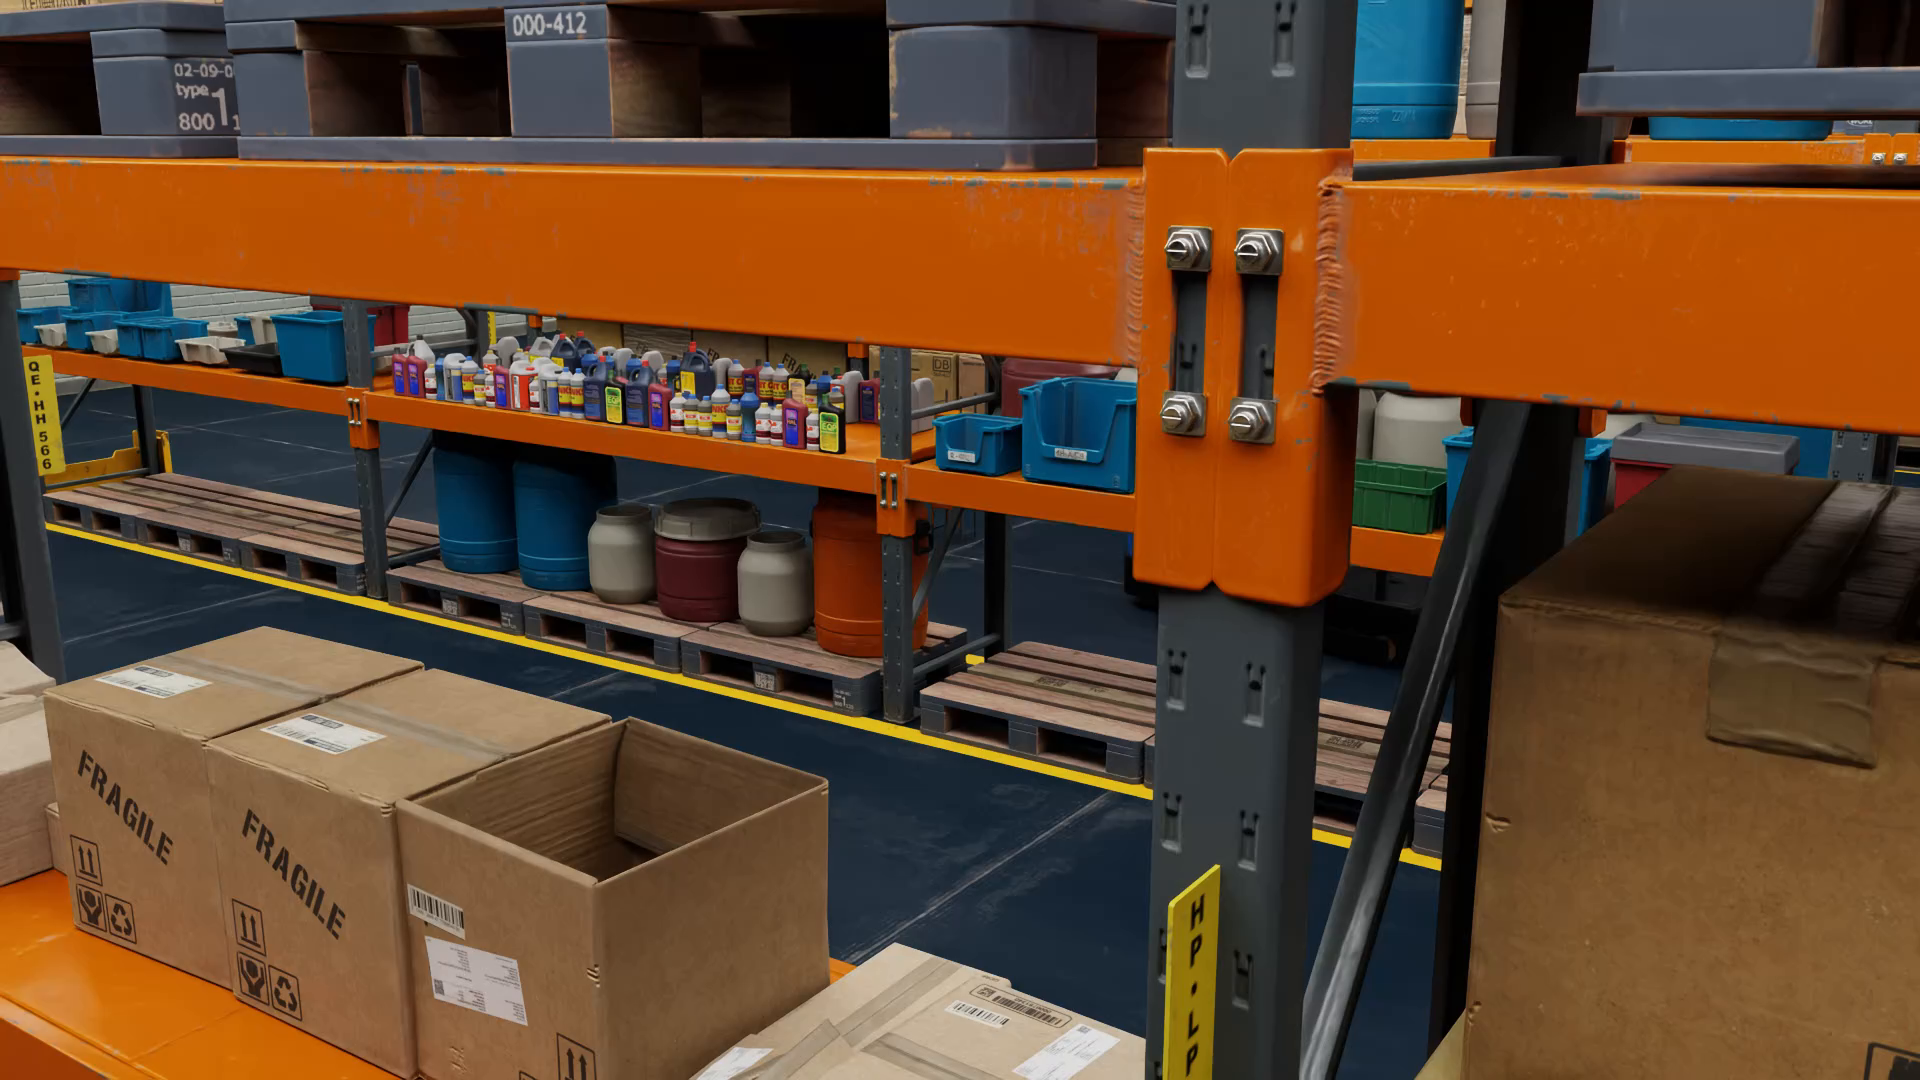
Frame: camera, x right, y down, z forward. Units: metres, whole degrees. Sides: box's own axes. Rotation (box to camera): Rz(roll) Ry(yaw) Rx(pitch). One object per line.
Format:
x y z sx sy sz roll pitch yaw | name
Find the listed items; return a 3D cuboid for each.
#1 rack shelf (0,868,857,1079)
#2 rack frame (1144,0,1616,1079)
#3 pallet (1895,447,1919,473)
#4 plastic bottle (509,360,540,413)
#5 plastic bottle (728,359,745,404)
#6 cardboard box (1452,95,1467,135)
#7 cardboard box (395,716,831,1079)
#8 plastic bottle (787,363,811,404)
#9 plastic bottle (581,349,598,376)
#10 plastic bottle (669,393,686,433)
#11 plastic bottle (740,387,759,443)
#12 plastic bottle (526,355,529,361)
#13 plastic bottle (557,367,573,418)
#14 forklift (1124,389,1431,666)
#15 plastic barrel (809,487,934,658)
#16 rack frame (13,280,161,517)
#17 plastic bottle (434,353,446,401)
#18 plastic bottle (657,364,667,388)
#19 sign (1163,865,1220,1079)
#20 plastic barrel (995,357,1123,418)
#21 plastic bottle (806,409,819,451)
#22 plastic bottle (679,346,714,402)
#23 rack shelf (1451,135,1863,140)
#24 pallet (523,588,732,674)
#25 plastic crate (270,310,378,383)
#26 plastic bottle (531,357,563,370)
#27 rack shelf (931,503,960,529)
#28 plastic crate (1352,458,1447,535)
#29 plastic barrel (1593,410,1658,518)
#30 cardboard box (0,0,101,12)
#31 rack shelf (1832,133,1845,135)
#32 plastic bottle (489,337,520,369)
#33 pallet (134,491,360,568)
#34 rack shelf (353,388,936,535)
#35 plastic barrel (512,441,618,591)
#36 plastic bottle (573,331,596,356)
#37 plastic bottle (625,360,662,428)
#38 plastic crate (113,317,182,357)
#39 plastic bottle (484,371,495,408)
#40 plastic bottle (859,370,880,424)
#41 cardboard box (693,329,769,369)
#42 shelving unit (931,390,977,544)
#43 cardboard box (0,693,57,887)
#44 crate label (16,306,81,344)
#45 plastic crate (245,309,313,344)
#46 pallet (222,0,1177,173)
-1.158 0.952 3.232 4.000 0.370 1.077 9 17 33 | rack shelf
0.502 0.871 2.062 0.127 3.000 1.000 9 17 33 | rack frame
8.203 -0.814 14.672 1.213 0.211 1.003 9 17 33 | pallet
-2.429 -0.867 9.339 0.135 0.276 0.152 9 17 33 | plastic bottle
-1.268 -0.888 9.437 0.097 0.271 0.097 0 14 0 | plastic bottle
3.388 -2.841 11.126 0.500 0.250 0.500 10 17 34 | cardboard box
-0.564 0.646 2.765 0.500 0.500 0.500 11 17 37 | cardboard box
-0.890 -0.838 9.211 0.133 0.283 0.061 9 17 33 | plastic bottle
-2.194 -0.994 9.864 0.097 0.271 0.097 0 14 0 | plastic bottle
-1.466 -0.667 8.687 0.097 0.201 0.097 0 14 0 | plastic bottle
-1.062 -0.635 8.415 0.097 0.271 0.097 0 14 0 | plastic bottle
-2.613 -1.028 10.146 0.097 0.201 0.097 0 14 0 | plastic bottle
-2.156 -0.812 9.129 0.097 0.271 0.097 0 14 0 | plastic bottle
2.427 -0.878 9.271 3.031 2.935 1.130 13 19 42 | forklift
-0.465 0.135 8.678 0.708 0.830 0.600 9 17 33 | plastic barrel
-6.688 -1.725 12.551 0.127 3.000 1.000 9 17 33 | rack frame
-3.006 -0.949 9.684 0.097 0.271 0.097 0 14 0 | plastic bottle
-1.724 -0.928 9.744 0.097 0.201 0.097 0 14 0 | plastic bottle
0.207 0.457 1.490 0.005 0.325 0.100 9 17 33 | sign
0.504 -0.717 8.193 0.708 0.536 0.600 9 17 33 | plastic barrel
-0.709 -0.544 8.193 0.097 0.201 0.097 0 14 0 | plastic bottle
-1.483 -0.911 9.363 0.185 0.351 0.144 9 17 33 | plastic bottle
4.374 -2.479 10.849 4.000 0.370 1.077 9 17 33 | rack shelf
-1.736 0.440 9.607 1.213 0.211 1.003 9 17 33 | pallet
-3.947 -1.205 10.357 0.575 0.384 0.392 9 17 33 | plastic crate
-2.344 -0.897 9.462 0.135 0.276 0.152 9 17 33 | plastic bottle
-0.044 -0.237 11.795 0.240 0.259 0.215 9 17 33 | rack shelf
1.666 -0.190 6.791 0.662 0.188 0.450 9 17 33 | plastic crate
2.598 -0.354 6.728 0.433 0.535 0.433 0 14 0 | plastic barrel
-1.496 -1.057 3.047 0.500 0.250 0.500 9 16 32 | cardboard box
7.226 -3.454 14.789 4.000 0.370 1.077 9 17 33 | rack shelf
-2.862 -1.140 10.445 0.135 0.276 0.152 9 17 33 | plastic bottle
-5.017 -0.090 11.746 1.213 0.211 1.003 9 17 33 | pallet
-1.710 -0.572 9.387 4.000 0.370 1.077 9 17 33 | rack shelf
-2.340 -0.203 9.893 0.708 0.901 0.600 9 17 33 | plastic barrel
-2.270 -1.082 10.055 0.185 0.351 0.144 9 17 33 | plastic bottle
-1.681 -0.781 8.837 0.185 0.351 0.144 9 17 33 | plastic bottle
-5.575 -1.398 11.451 0.300 0.233 0.416 9 17 33 | plastic crate
-2.652 -0.858 9.461 0.097 0.201 0.097 0 14 0 | plastic bottle
-0.476 -0.772 8.940 0.133 0.283 0.061 9 17 33 | plastic bottle
-1.855 -1.574 15.488 0.875 0.875 0.875 9 17 33 | cardboard box
-0.044 -0.517 11.726 0.252 1.050 0.215 9 17 33 | shelving unit
-2.184 0.536 3.599 0.500 0.311 0.500 9 16 32 | cardboard box
-6.667 -1.574 12.165 0.303 0.233 0.416 9 17 33 | crate label
-4.533 -1.402 11.366 0.530 0.282 0.437 9 17 33 | plastic crate
-0.238 -0.608 2.192 1.217 0.209 0.805 8 16 31 | pallet
